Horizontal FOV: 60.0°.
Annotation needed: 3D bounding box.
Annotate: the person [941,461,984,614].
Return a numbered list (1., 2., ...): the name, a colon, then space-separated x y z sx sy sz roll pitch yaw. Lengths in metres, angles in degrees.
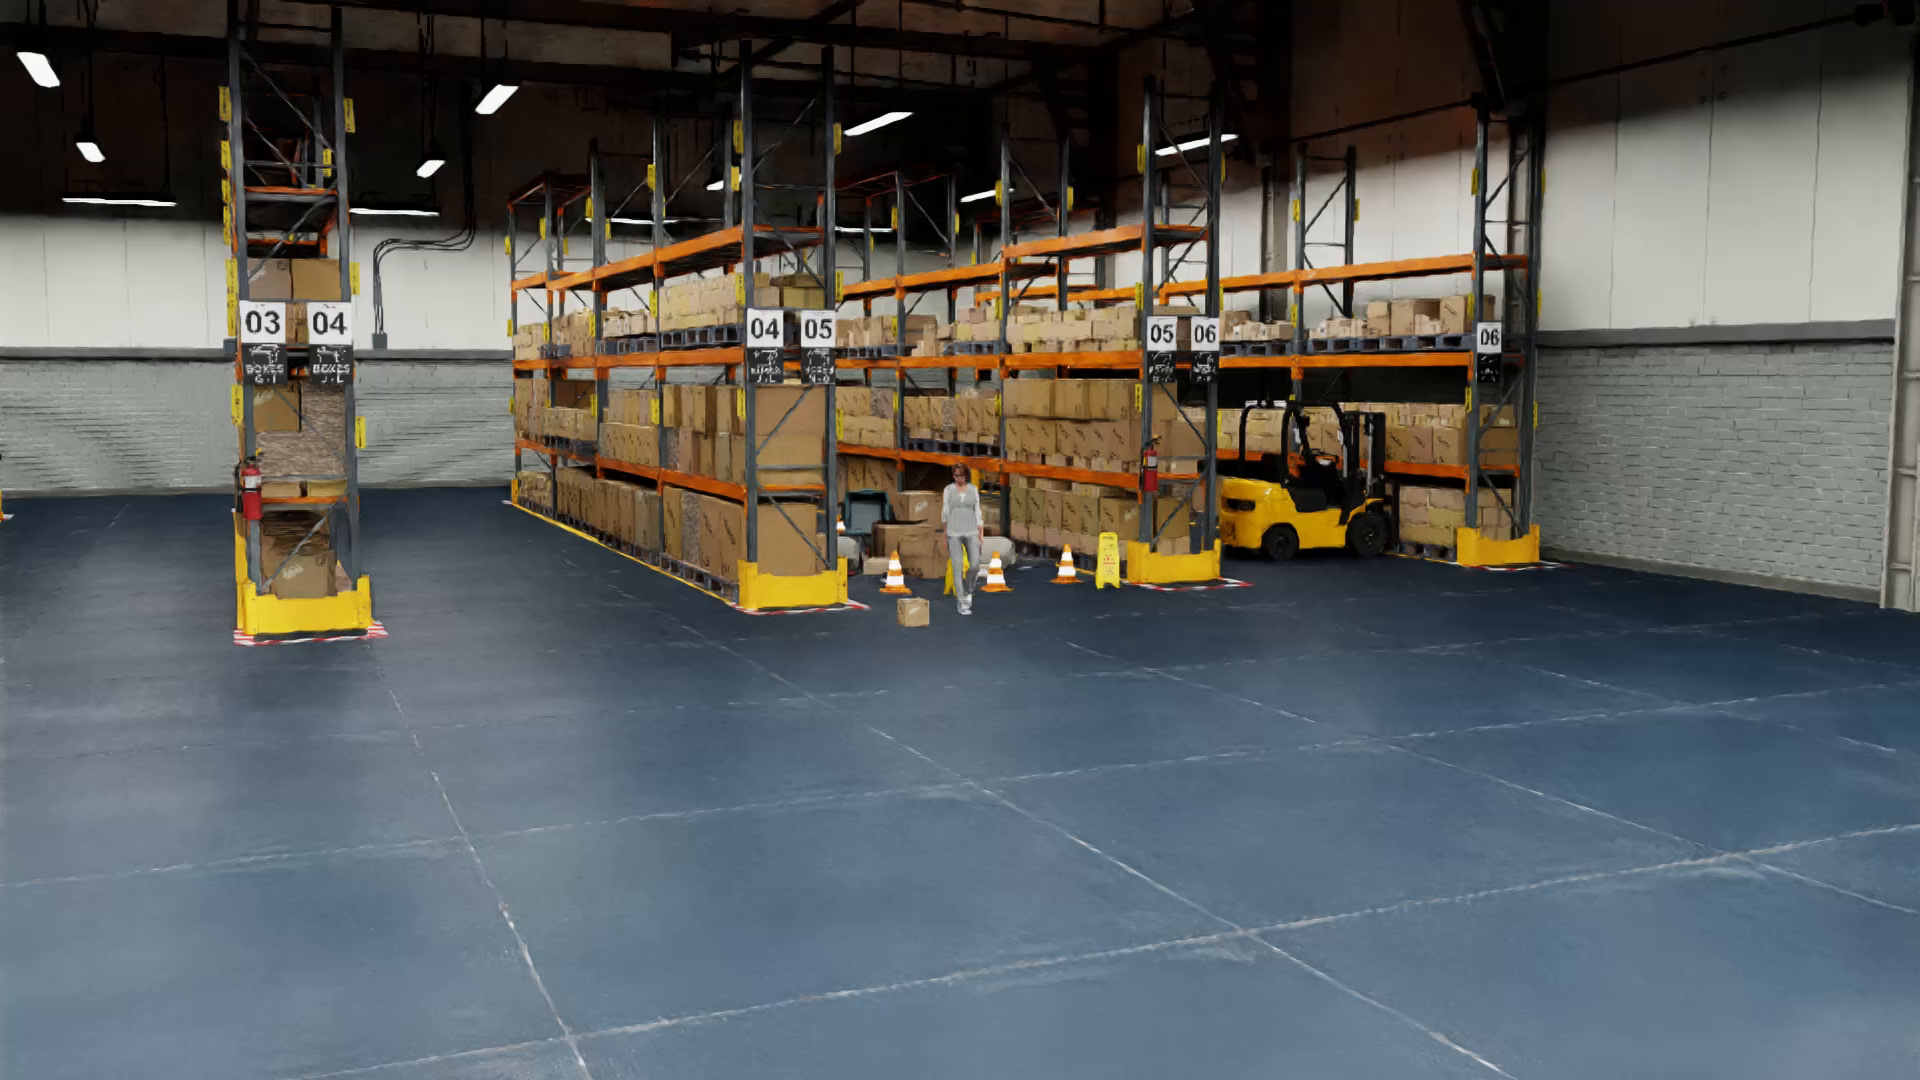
1. person: 0.024 -0.036 17.501 0.435 1.590 0.538 -1 6 -8
